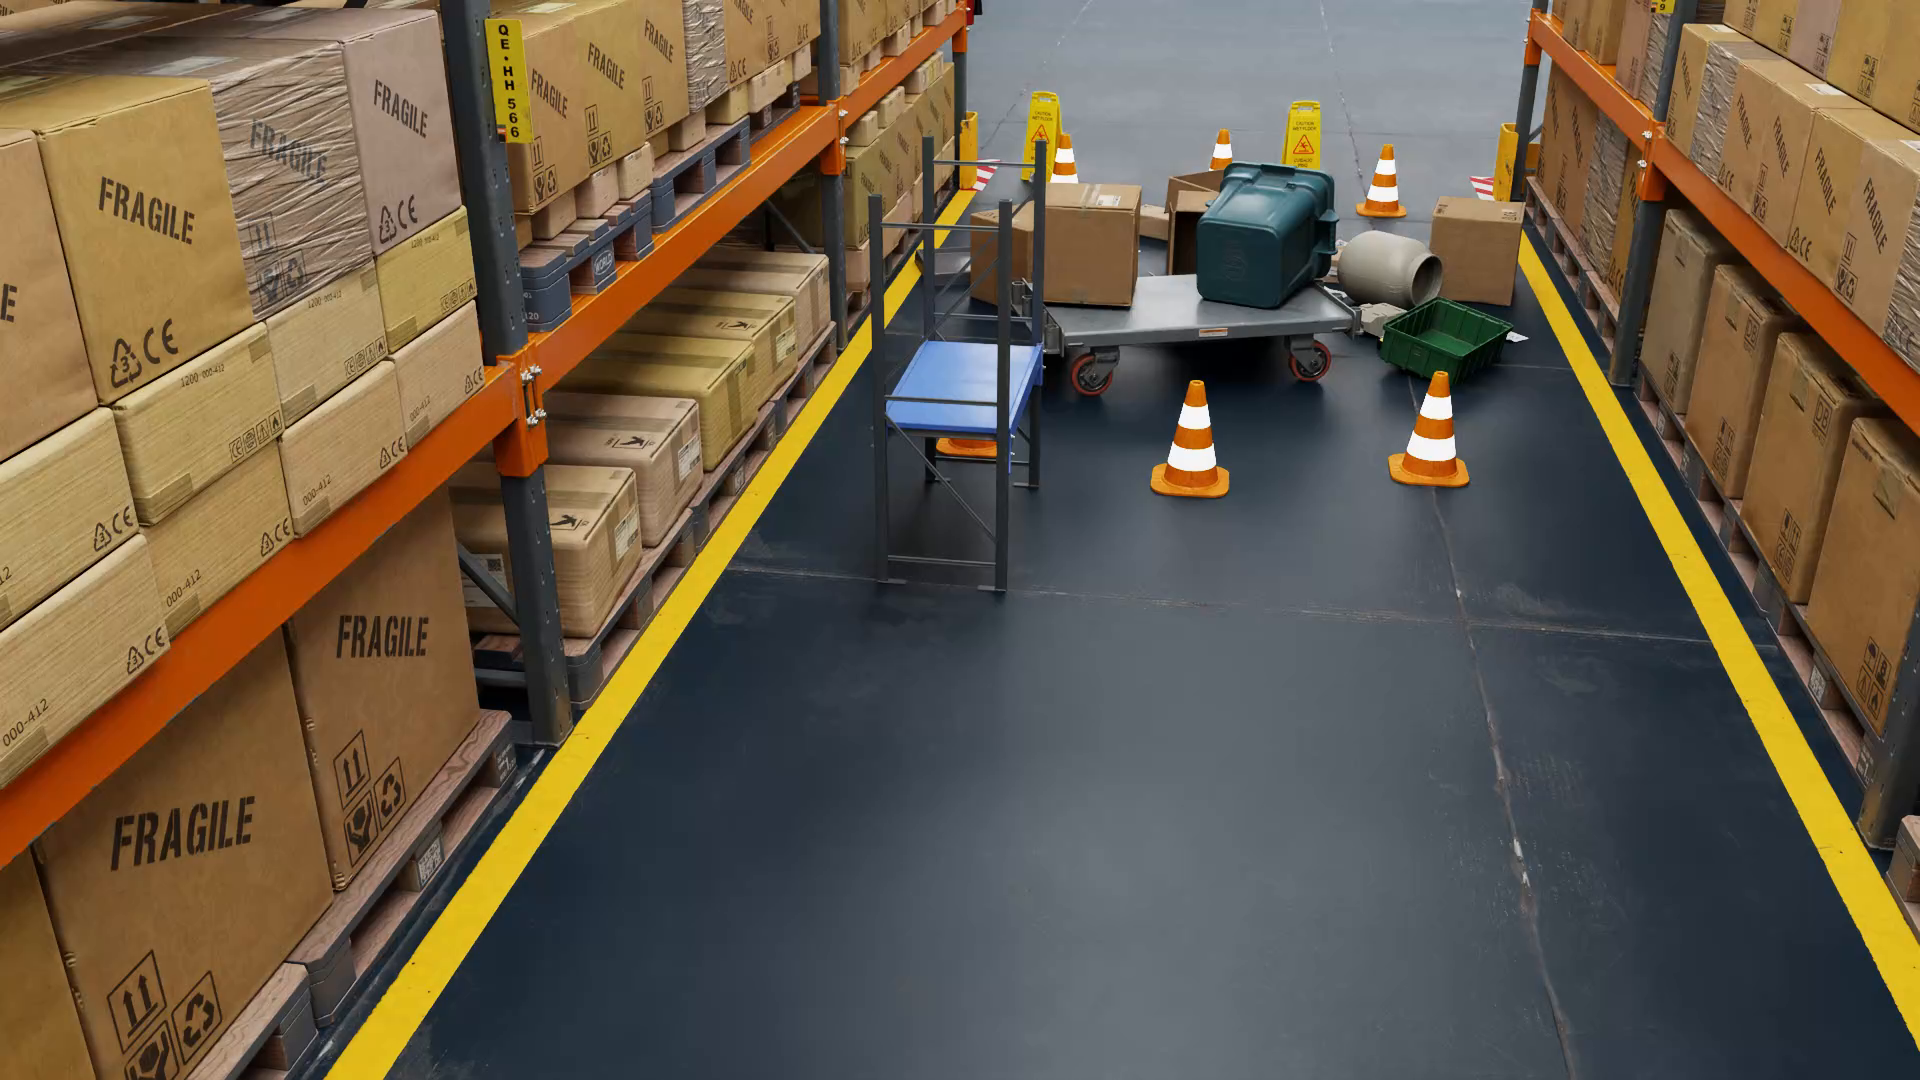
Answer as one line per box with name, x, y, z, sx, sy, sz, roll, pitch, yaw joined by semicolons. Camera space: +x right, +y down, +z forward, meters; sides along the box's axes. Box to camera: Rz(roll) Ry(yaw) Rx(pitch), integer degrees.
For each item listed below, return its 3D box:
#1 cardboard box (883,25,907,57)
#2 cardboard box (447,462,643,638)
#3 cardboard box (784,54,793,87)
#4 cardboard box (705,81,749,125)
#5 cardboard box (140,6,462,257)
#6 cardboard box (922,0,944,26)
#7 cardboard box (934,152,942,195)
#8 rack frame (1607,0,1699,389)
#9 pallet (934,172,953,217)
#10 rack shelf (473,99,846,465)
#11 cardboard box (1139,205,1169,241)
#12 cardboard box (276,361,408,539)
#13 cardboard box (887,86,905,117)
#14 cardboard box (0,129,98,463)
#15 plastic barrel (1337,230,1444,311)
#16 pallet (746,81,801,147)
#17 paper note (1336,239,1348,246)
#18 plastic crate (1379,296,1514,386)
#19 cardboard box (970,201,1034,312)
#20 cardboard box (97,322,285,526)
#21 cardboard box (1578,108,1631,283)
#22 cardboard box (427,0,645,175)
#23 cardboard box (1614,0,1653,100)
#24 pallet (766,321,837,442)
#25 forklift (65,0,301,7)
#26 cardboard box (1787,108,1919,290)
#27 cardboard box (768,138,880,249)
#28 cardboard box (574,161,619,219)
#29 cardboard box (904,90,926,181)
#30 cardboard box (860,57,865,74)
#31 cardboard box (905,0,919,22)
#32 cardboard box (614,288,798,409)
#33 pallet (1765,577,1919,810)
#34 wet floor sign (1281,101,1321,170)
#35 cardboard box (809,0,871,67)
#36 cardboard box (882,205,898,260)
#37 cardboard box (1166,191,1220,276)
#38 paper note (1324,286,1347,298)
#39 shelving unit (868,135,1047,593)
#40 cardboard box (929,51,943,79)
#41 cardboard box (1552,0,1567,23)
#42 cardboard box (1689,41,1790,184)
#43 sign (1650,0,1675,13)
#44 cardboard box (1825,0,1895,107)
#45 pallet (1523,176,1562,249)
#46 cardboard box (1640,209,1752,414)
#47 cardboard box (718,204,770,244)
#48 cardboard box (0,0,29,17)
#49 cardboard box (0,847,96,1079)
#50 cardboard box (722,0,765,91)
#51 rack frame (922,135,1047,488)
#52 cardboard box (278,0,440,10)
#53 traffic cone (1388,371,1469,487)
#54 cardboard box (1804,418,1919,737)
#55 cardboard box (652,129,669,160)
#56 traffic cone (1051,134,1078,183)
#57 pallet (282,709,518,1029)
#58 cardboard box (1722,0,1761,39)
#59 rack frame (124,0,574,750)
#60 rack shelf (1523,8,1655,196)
cardboard box;-0.522;-2.951;9.811;0.380;0.149;0.250;4;25;9
cardboard box;-1.660;0.017;5.780;0.950;0.372;0.625;2;25;5
cardboard box;-0.981;-2.153;7.613;0.380;0.149;0.250;3;25;7
cardboard box;-1.101;-1.837;6.937;0.380;0.149;0.250;4;25;8
cardboard box;-1.589;-1.011;4.075;0.500;0.500;0.500;3;25;7
cardboard box;-0.312;-3.479;10.941;0.380;0.149;0.250;4;25;9
cardboard box;-0.414;-2.465;11.227;0.500;0.250;0.500;4;25;9
rack frame;3.792;-2.120;7.740;1.000;3.000;0.127;4;25;9
pallet;-0.635;-2.461;11.759;1.003;0.211;1.213;4;25;9
rack shelf;-1.435;-1.258;6.748;1.077;0.370;4.000;4;25;9
cardboard box;1.324;-2.114;11.092;0.380;0.149;0.250;19;31;35
cardboard box;-1.657;-0.235;3.891;0.500;0.250;0.500;4;25;9
cardboard box;-0.543;-2.603;9.871;0.380;0.149;0.250;5;26;12
cardboard box;-1.842;-0.378;2.721;0.500;0.500;0.500;4;25;8
plastic barrel;2.464;-1.534;9.527;0.421;0.421;0.512;-20;32;-36
pallet;-1.377;-2.024;7.762;1.003;0.211;1.213;4;25;9
paper note;2.521;-1.926;10.832;0.144;0.017;0.142;13;28;26
plastic crate;2.527;-1.036;8.673;0.450;0.188;0.662;29;36;30
cardboard box;0.409;-1.643;9.668;0.500;0.500;0.500;-20;32;-36
cardboard box;-1.734;-0.256;3.345;0.500;0.250;0.500;3;25;7
cardboard box;4.107;-1.983;9.459;0.875;0.875;0.875;4;25;9
cardboard box;-1.382;-1.508;5.470;0.500;0.500;0.500;5;26;11
cardboard box;3.908;-2.574;8.535;0.875;0.550;0.550;4;25;9
pallet;-1.234;-0.832;8.278;1.003;0.211;1.213;4;25;9
forklift;-2.887;-1.808;7.154;1.130;2.935;3.031;4;25;9
cardboard box;3.111;-1.117;5.479;0.500;0.500;0.500;4;25;8
cardboard box;-0.746;-1.933;9.205;0.500;0.500;0.500;5;26;11
cardboard box;-1.356;-1.174;5.521;0.380;0.149;0.250;2;25;5
cardboard box;-0.500;-2.596;10.620;0.500;0.500;0.500;3;25;7
cardboard box;-0.737;-2.639;9.145;0.380;0.149;0.250;4;25;8
cardboard box;-0.545;-3.398;10.003;0.500;0.500;0.500;4;25;9
cardboard box;-1.306;-0.900;7.739;0.950;0.372;0.625;6;26;12
pallet;3.341;0.492;5.451;1.003;0.211;1.213;4;25;9
wet floor sign;2.497;-2.876;12.132;0.267;0.644;0.232;0;25;-1
cardboard box;-0.762;-2.765;8.650;0.500;0.500;0.500;4;25;8
cardboard box;-0.670;-1.817;9.842;0.500;0.250;0.500;5;26;11
cardboard box;1.611;-1.722;9.676;0.797;0.637;0.503;4;25;9
paper note;2.208;-1.466;9.856;0.172;0.023;0.155;13;28;26
shelving unit;0.014;-0.715;6.508;0.538;1.500;1.048;4;25;9
cardboard box;-0.322;-3.160;11.062;0.380;0.149;0.250;5;26;10
cardboard box;4.429;-3.702;10.944;0.875;0.550;0.550;4;25;9
cardboard box;3.358;-1.752;6.838;0.500;0.500;0.500;4;25;9
sign;3.244;-2.585;7.621;0.100;0.325;0.005;4;25;9
cardboard box;3.467;-1.772;5.700;0.700;0.500;0.500;4;25;8
pallet;4.392;-2.190;11.179;1.003;0.211;1.213;4;25;9
cardboard box;3.779;-1.025;7.560;1.050;0.750;0.750;4;25;8
cardboard box;-1.277;-1.971;9.286;0.500;0.500;0.500;4;25;8
cardboard box;-5.676;-2.976;9.451;0.500;0.500;0.500;3;25;7
cardboard box;-2.254;1.054;2.970;0.875;0.875;0.875;5;26;10
cardboard box;-1.128;-2.159;6.859;0.500;0.500;0.500;5;26;10
rack frame;0.097;-0.928;6.962;0.500;1.500;0.032;4;25;9
cardboard box;-1.888;-1.544;5.546;0.500;0.500;0.500;4;25;8
traffic cone;2.083;-0.514;7.303;0.336;0.463;0.334;4;25;9
cardboard box;3.326;0.134;5.085;1.050;0.750;0.750;4;25;8
cardboard box;-1.321;-1.515;6.249;0.380;0.149;0.250;5;26;11
traffic cone;0.748;-2.675;11.919;0.336;0.463;0.334;4;25;9
pallet;-1.965;0.840;4.706;1.003;0.211;1.213;4;25;9
cardboard box;3.716;-2.410;7.063;0.700;0.500;0.500;4;25;8
rack frame;-1.762;-0.747;4.809;1.000;3.000;0.127;4;25;9
rack shelf;4.118;-2.630;9.680;1.077;0.370;4.000;4;25;9
